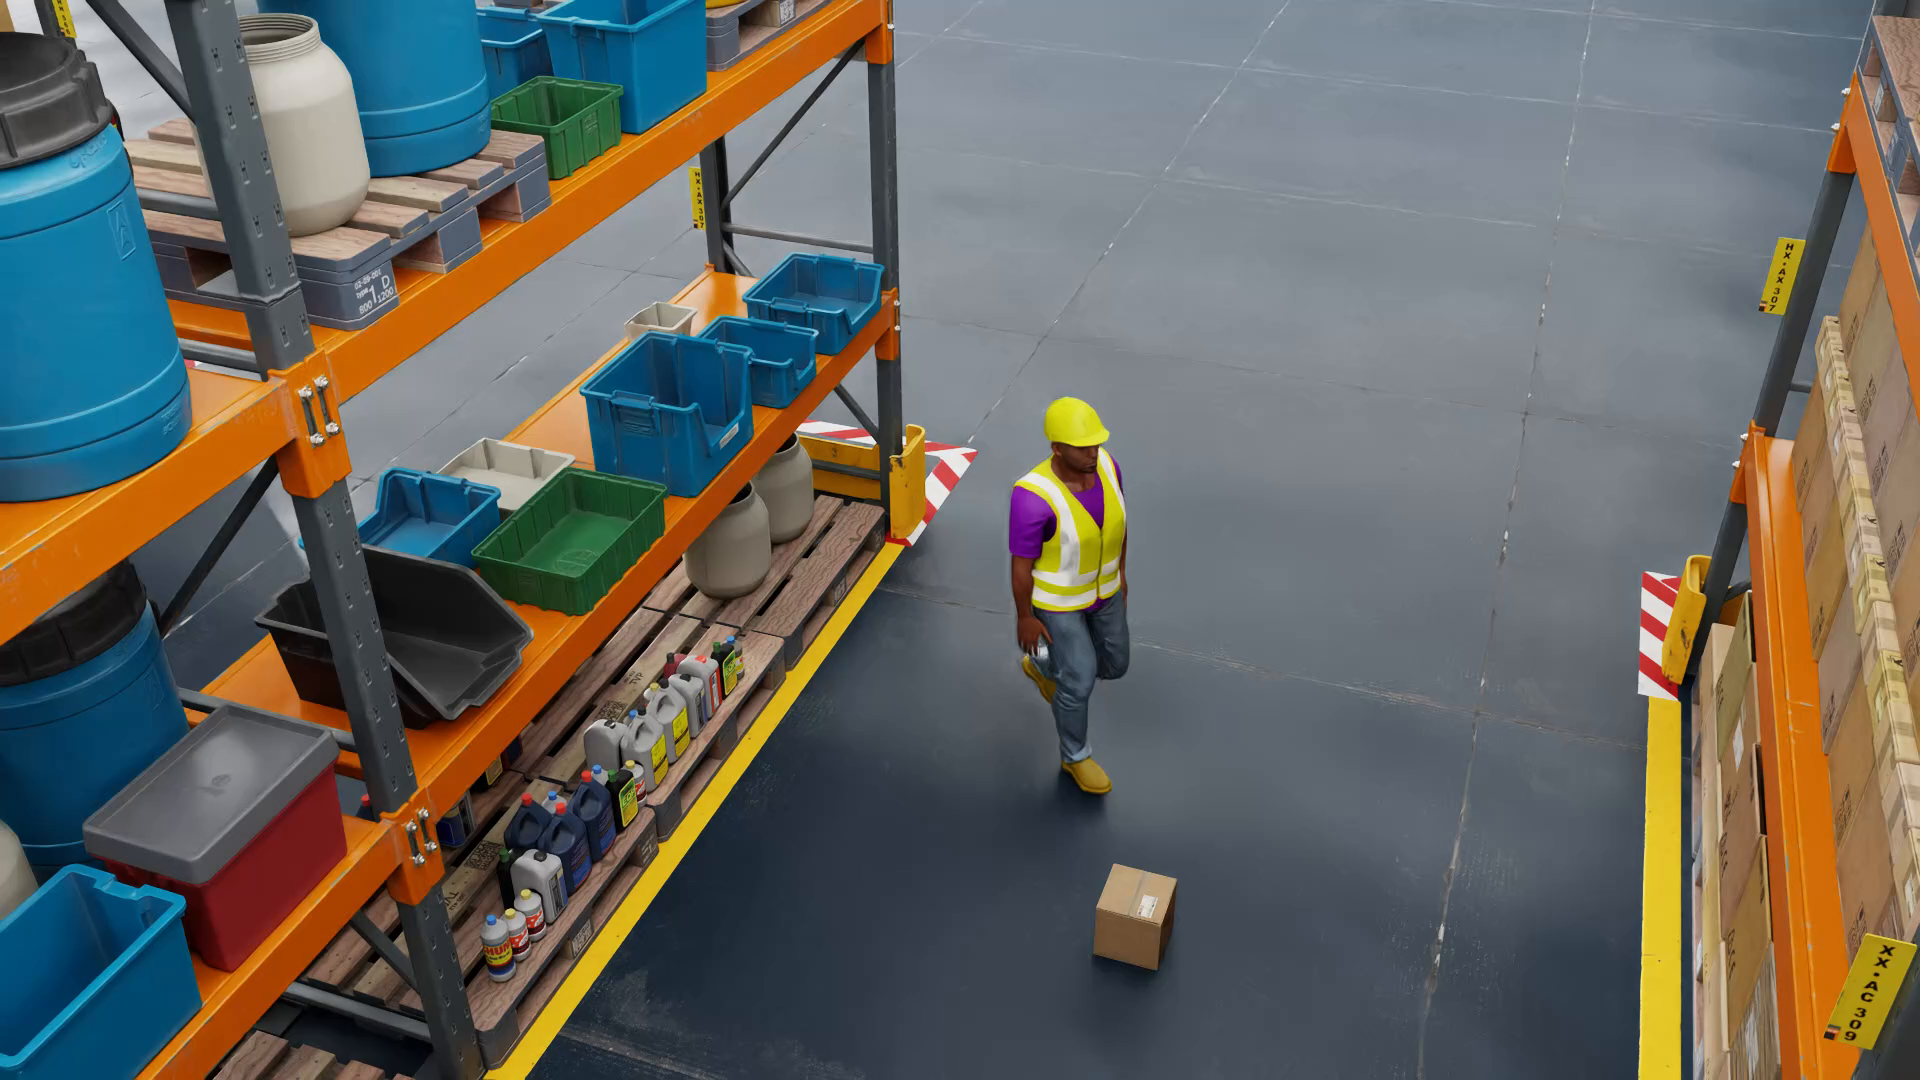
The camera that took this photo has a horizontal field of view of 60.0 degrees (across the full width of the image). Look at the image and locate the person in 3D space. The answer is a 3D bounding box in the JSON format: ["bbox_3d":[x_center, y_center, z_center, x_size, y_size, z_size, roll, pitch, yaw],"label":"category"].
[{"bbox_3d":[0.441,0.200,6.790,0.583,1.754,0.689,-25,41,-33],"label":"person"}]
